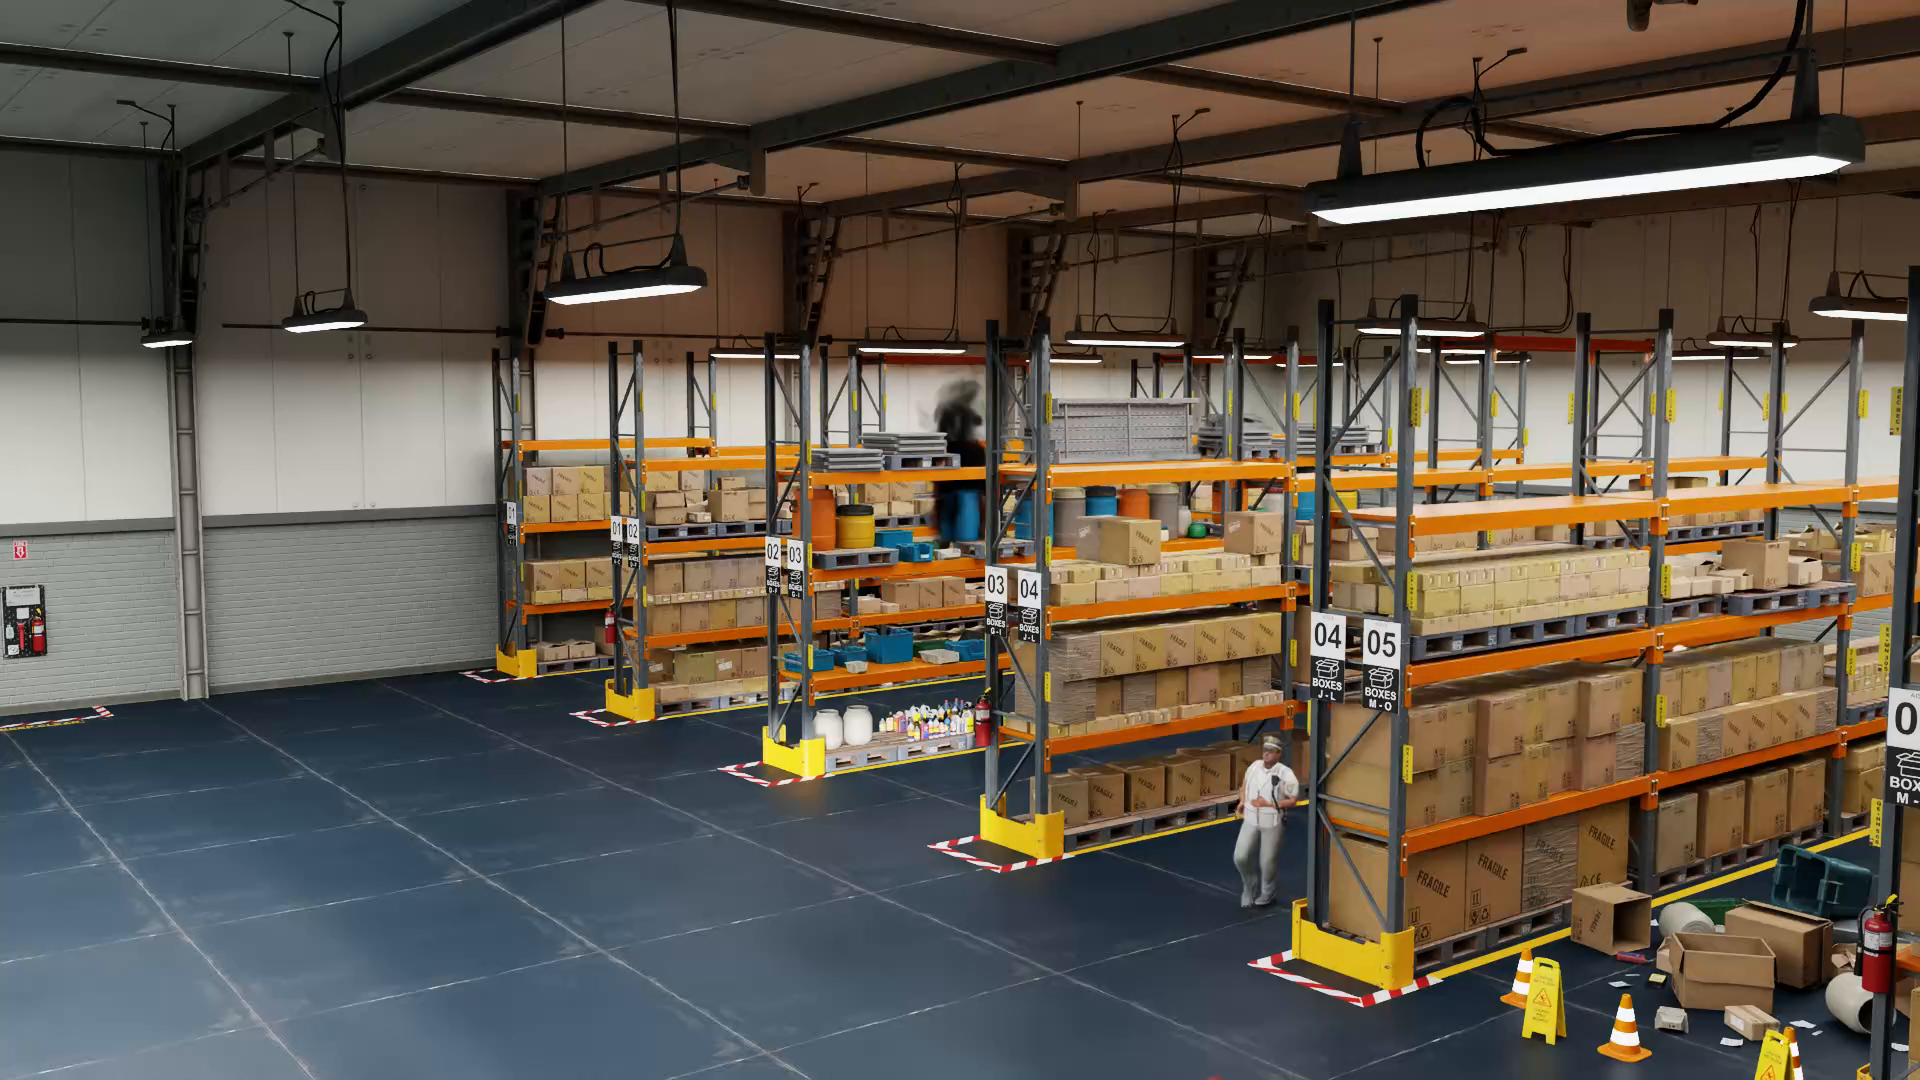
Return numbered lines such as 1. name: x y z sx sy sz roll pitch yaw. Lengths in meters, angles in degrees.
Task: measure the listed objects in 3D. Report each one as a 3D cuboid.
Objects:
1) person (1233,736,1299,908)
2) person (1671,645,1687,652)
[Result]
1. person: 3.064 2.839 16.677 0.654 1.774 0.641 3 6 28
2. person: 9.809 2.300 22.815 0.652 1.728 0.569 4 6 38
